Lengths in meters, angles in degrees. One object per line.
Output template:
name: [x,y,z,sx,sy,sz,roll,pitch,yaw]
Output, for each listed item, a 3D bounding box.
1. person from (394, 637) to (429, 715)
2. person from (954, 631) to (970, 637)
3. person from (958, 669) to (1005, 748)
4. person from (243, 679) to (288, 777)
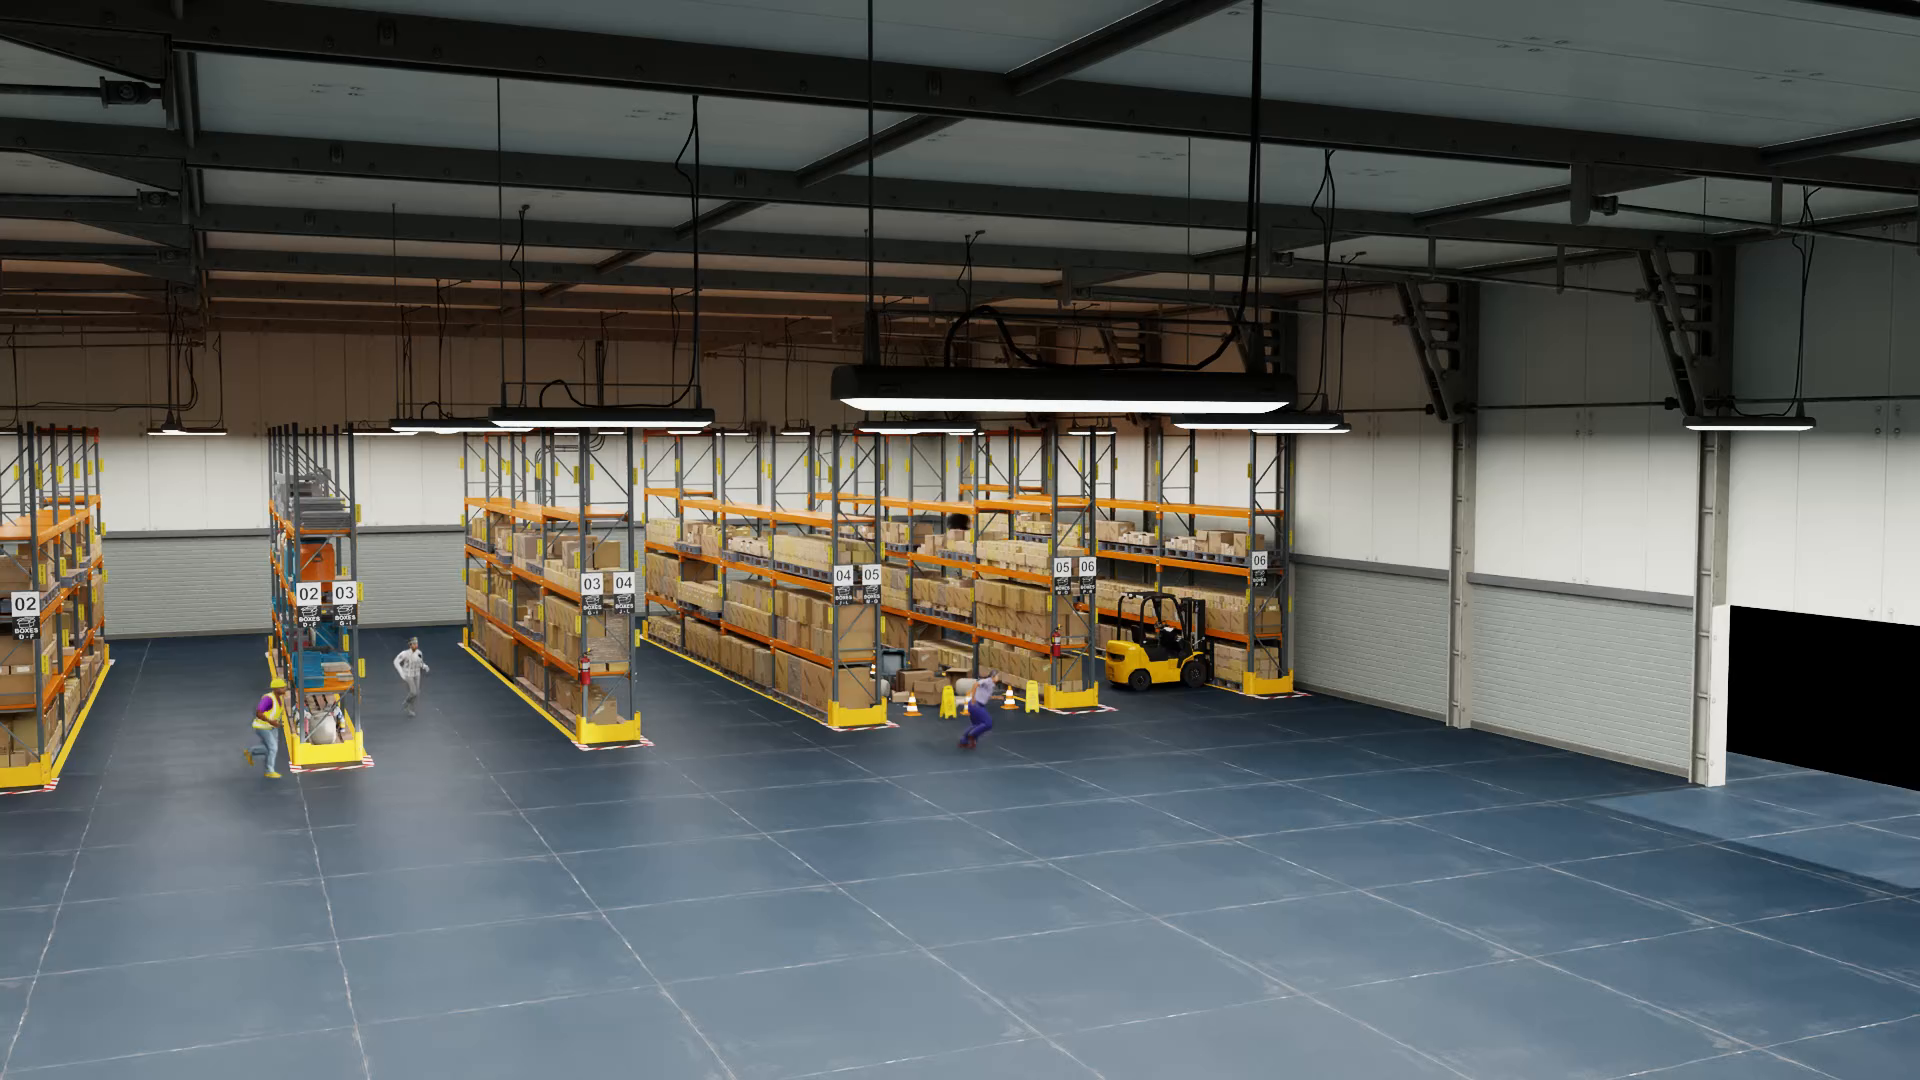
person: [-11.254,2.808,34.191,0.625,1.637,0.622,3,5,40]
person: [0.117,1.942,47.965,0.711,1.736,0.694,2,4,34]
person: [0.383,3.111,30.548,0.868,1.480,0.638,1,4,8]
person: [-11.734,3.182,28.074,0.829,1.694,0.691,1,4,8]
